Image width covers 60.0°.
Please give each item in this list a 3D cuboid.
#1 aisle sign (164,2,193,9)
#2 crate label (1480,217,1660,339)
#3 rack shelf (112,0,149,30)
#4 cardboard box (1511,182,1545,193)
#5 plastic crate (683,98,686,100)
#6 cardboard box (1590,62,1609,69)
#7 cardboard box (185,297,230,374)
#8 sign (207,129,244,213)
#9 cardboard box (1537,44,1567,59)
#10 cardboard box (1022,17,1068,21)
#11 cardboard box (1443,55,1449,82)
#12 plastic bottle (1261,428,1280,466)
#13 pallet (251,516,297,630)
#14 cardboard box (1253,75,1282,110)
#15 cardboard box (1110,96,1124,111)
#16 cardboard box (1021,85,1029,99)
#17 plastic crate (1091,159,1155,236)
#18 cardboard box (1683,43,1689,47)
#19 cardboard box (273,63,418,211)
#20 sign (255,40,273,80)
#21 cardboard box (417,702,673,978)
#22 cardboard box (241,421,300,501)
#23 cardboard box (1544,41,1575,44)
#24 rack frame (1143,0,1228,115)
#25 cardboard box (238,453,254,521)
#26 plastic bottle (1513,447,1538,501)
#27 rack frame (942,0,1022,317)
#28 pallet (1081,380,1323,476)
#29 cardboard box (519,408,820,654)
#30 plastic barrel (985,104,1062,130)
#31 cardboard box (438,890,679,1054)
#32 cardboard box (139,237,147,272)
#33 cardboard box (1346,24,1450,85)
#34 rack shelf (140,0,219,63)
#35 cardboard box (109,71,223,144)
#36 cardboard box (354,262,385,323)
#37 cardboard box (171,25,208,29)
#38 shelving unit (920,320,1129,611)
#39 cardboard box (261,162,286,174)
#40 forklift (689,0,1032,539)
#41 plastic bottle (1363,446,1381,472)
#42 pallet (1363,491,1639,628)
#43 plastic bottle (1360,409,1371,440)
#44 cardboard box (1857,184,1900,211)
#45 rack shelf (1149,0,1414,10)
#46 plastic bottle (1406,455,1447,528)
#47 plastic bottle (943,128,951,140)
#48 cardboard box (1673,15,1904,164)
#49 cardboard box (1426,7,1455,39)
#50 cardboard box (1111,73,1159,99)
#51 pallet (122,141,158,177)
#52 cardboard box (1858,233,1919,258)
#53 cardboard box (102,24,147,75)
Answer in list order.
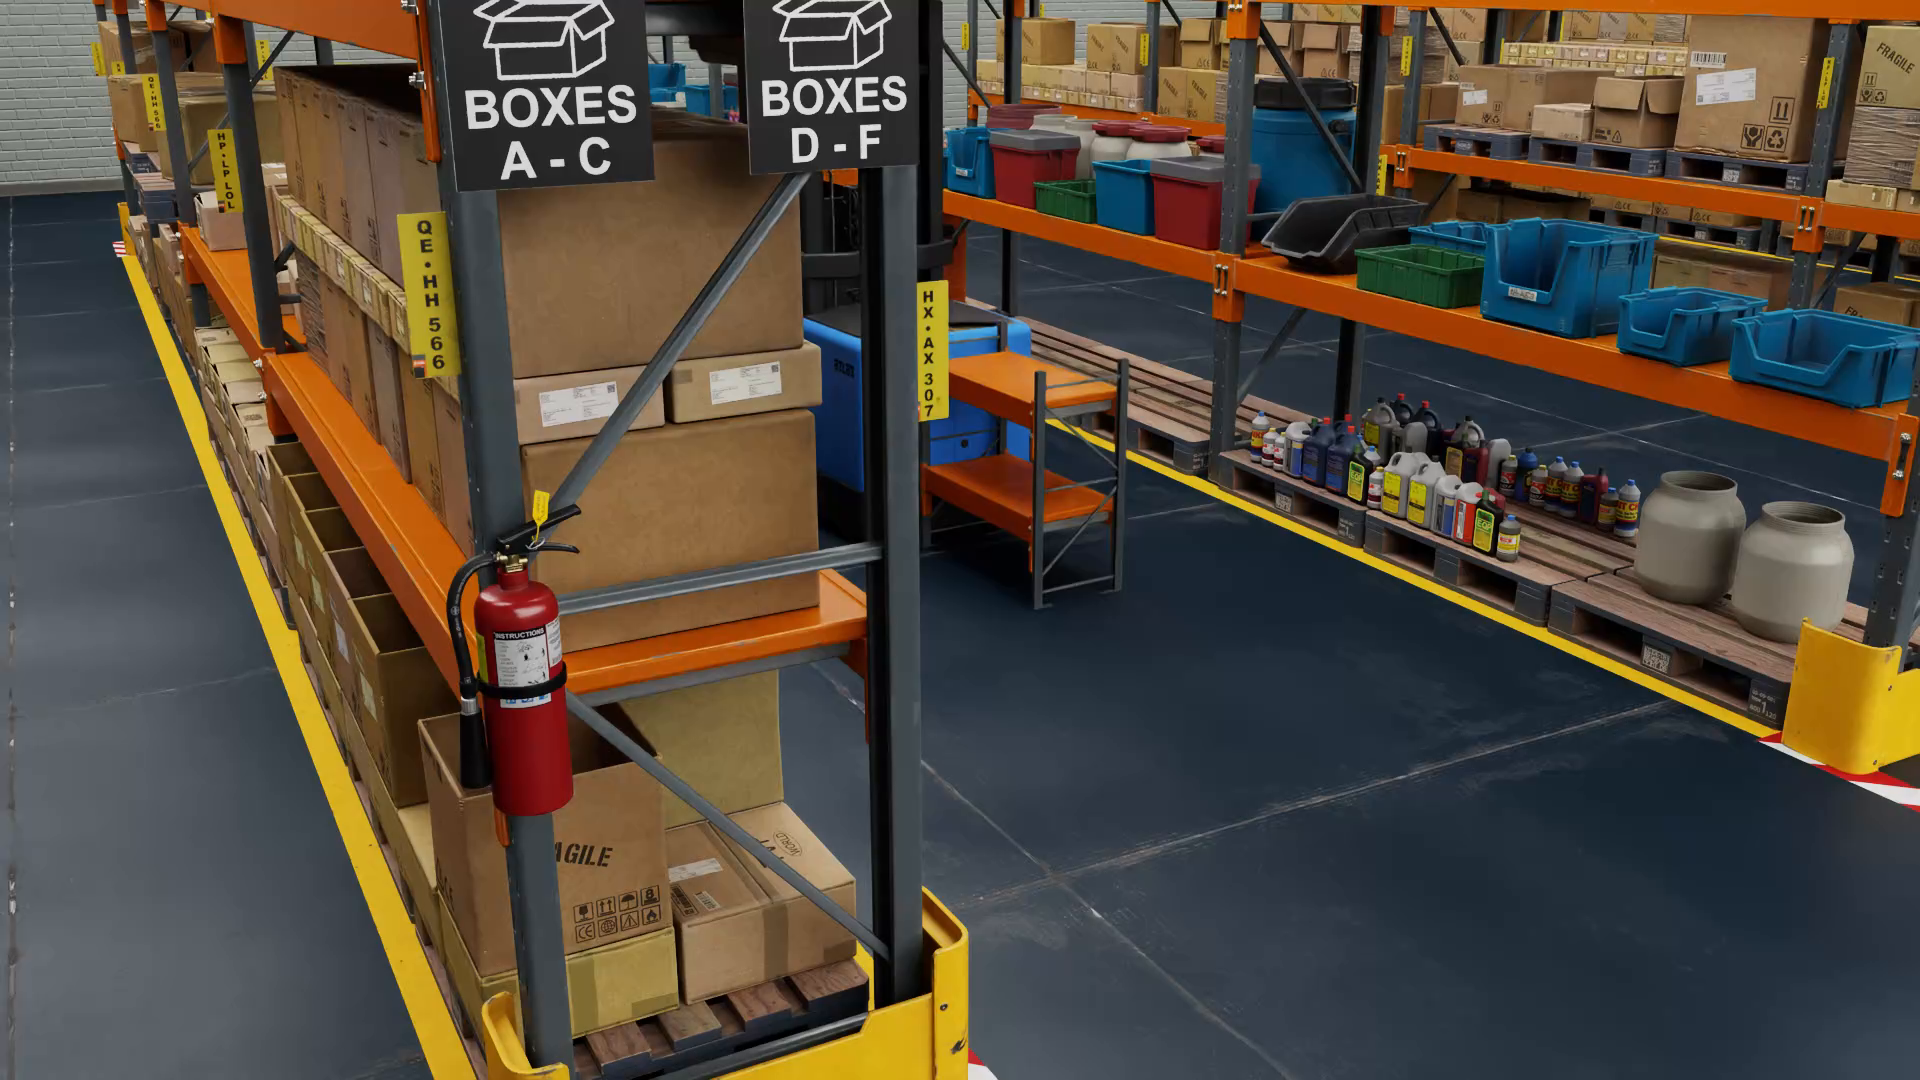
[{"bbox_3d":[-7.924,-5.793,16.836,0.394,0.787,0.004,-10,21,-27],"label":"aisle sign"},{"bbox_3d":[2.686,-1.174,7.380,0.502,0.435,0.616,-10,21,-27],"label":"crate label"},{"bbox_3d":[-5.312,-3.853,11.703,1.077,0.370,4.000,-10,21,-27],"label":"rack shelf"},{"bbox_3d":[6.989,-4.385,19.930,0.500,0.500,0.500,-9,21,-25],"label":"cardboard box"},{"bbox_3d":[-2.818,-4.717,18.016,0.298,0.136,0.250,-10,21,-27],"label":"plastic crate"},{"bbox_3d":[7.281,-5.282,18.625,0.380,0.149,0.250,-10,22,-28],"label":"cardboard box"},{"bbox_3d":[-5.013,-1.459,11.420,0.500,0.500,0.500,-9,21,-25],"label":"cardboard box"},{"bbox_3d":[-2.935,-1.476,6.656,0.100,0.325,0.005,-10,21,-27],"label":"sign"},{"bbox_3d":[6.911,-5.645,19.222,0.380,0.149,0.250,-10,21,-26],"label":"cardboard box"},{"bbox_3d":[1.022,-6.356,21.076,0.500,0.500,0.500,-10,21,-26],"label":"cardboard box"},{"bbox_3d":[6.148,-6.054,20.968,0.500,0.500,0.500,-11,22,-28],"label":"cardboard box"},{"bbox_3d":[1.712,-0.515,9.142,0.097,0.201,0.097,0,19,0],"label":"plastic bottle"},{"bbox_3d":[-2.847,0.060,8.133,1.003,0.211,1.213,-10,21,-27],"label":"pallet"},{"bbox_3d":[3.184,-4.324,16.409,0.500,0.500,0.500,-10,21,-26],"label":"cardboard box"},{"bbox_3d":[1.903,-4.874,18.544,0.380,0.149,0.250,-10,21,-26],"label":"cardboard box"},{"bbox_3d":[0.927,-5.464,20.253,0.380,0.149,0.250,-10,22,-28],"label":"cardboard box"},{"bbox_3d":[1.101,-2.080,10.084,0.392,0.384,0.575,-10,21,-27],"label":"plastic crate"},{"bbox_3d":[10.486,-6.705,23.311,0.500,0.500,0.500,-11,22,-28],"label":"cardboard box"},{"bbox_3d":[-2.246,-1.587,6.489,0.700,0.500,0.500,-10,21,-26],"label":"cardboard box"},{"bbox_3d":[-5.775,-3.983,13.802,0.100,0.325,0.005,-10,21,-27],"label":"sign"},{"bbox_3d":[-1.080,0.735,4.326,0.500,0.500,0.500,-10,21,-27],"label":"cardboard box"},{"bbox_3d":[-3.160,-0.437,8.010,0.500,0.311,0.500,-9,21,-25],"label":"cardboard box"},{"bbox_3d":[7.234,-5.898,19.954,0.380,0.149,0.250,-9,21,-24],"label":"cardboard box"},{"bbox_3d":[2.459,-4.882,18.182,1.000,3.000,0.127,-10,21,-27],"label":"rack frame"},{"bbox_3d":[-3.397,-0.318,8.525,0.500,0.250,0.500,-9,21,-25],"label":"cardboard box"},{"bbox_3d":[2.905,-0.343,8.534,0.097,0.271,0.097,0,19,0],"label":"plastic bottle"},{"bbox_3d":[-0.001,-2.967,12.631,1.000,3.000,0.127,-10,21,-27],"label":"rack frame"},{"bbox_3d":[1.491,-0.720,10.394,1.003,0.211,1.213,-10,21,-27],"label":"pallet"},{"bbox_3d":[-0.774,-0.088,4.133,0.700,0.500,0.500,-10,21,-27],"label":"cardboard box"},{"bbox_3d":[0.486,-2.945,12.359,0.600,0.536,0.708,-10,21,-27],"label":"plastic barrel"},{"bbox_3d":[-1.078,1.089,4.449,0.500,0.250,0.500,-10,21,-27],"label":"cardboard box"},{"bbox_3d":[-7.138,-2.621,15.076,0.500,0.311,0.500,-10,21,-27],"label":"cardboard box"},{"bbox_3d":[4.025,-4.468,15.290,0.797,0.503,0.637,-9,21,-25],"label":"cardboard box"},{"bbox_3d":[-3.412,-2.705,8.375,1.077,0.370,4.000,-10,21,-27],"label":"rack shelf"},{"bbox_3d":[-6.233,-3.424,13.159,0.500,0.500,0.700,16,25,39],"label":"cardboard box"},{"bbox_3d":[-1.651,-0.783,5.155,0.380,0.149,0.250,-10,22,-27],"label":"cardboard box"},{"bbox_3d":[-6.973,-4.492,15.364,0.500,0.500,0.500,-9,21,-25],"label":"cardboard box"},{"bbox_3d":[0.285,-0.393,8.046,0.538,1.125,1.048,-11,22,-30],"label":"shelving unit"},{"bbox_3d":[-3.551,-1.769,9.006,0.500,0.500,0.500,-11,22,-30],"label":"cardboard box"},{"bbox_3d":[-0.810,-1.819,9.408,1.130,2.935,3.031,-11,22,-30],"label":"forklift"},{"bbox_3d":[2.109,-0.350,8.556,0.097,0.271,0.097,0,19,0],"label":"plastic bottle"},{"bbox_3d":[2.764,0.049,8.165,1.003,0.211,1.213,-10,21,-27],"label":"pallet"},{"bbox_3d":[2.345,-0.648,9.526,0.097,0.201,0.097,0,19,0],"label":"plastic bottle"},{"bbox_3d":[6.202,-2.285,11.040,0.380,0.149,0.250,-10,21,-27],"label":"cardboard box"},{"bbox_3d":[3.408,-5.386,16.146,1.077,0.370,4.000,-10,21,-27],"label":"rack shelf"},{"bbox_3d":[2.296,-0.249,8.141,0.144,0.351,0.185,-9,21,-24],"label":"plastic bottle"},{"bbox_3d":[-0.142,-3.215,13.541,0.152,0.276,0.135,-10,21,-27],"label":"plastic bottle"},{"bbox_3d":[6.003,-3.318,12.084,1.000,1.000,1.000,-10,21,-26],"label":"cardboard box"},{"bbox_3d":[6.160,-6.523,20.794,0.500,0.500,0.500,-11,22,-28],"label":"cardboard box"},{"bbox_3d":[2.018,-5.038,18.408,0.500,0.250,0.500,-10,22,-28],"label":"cardboard box"},{"bbox_3d":[-5.978,-3.012,13.056,1.003,0.211,1.213,-10,21,-27],"label":"pallet"},{"bbox_3d":[9.399,-3.169,16.023,1.050,0.750,0.750,-10,21,-26],"label":"cardboard box"},{"bbox_3d":[-7.694,-4.556,15.549,0.500,0.500,0.500,-10,21,-26],"label":"cardboard box"}]
